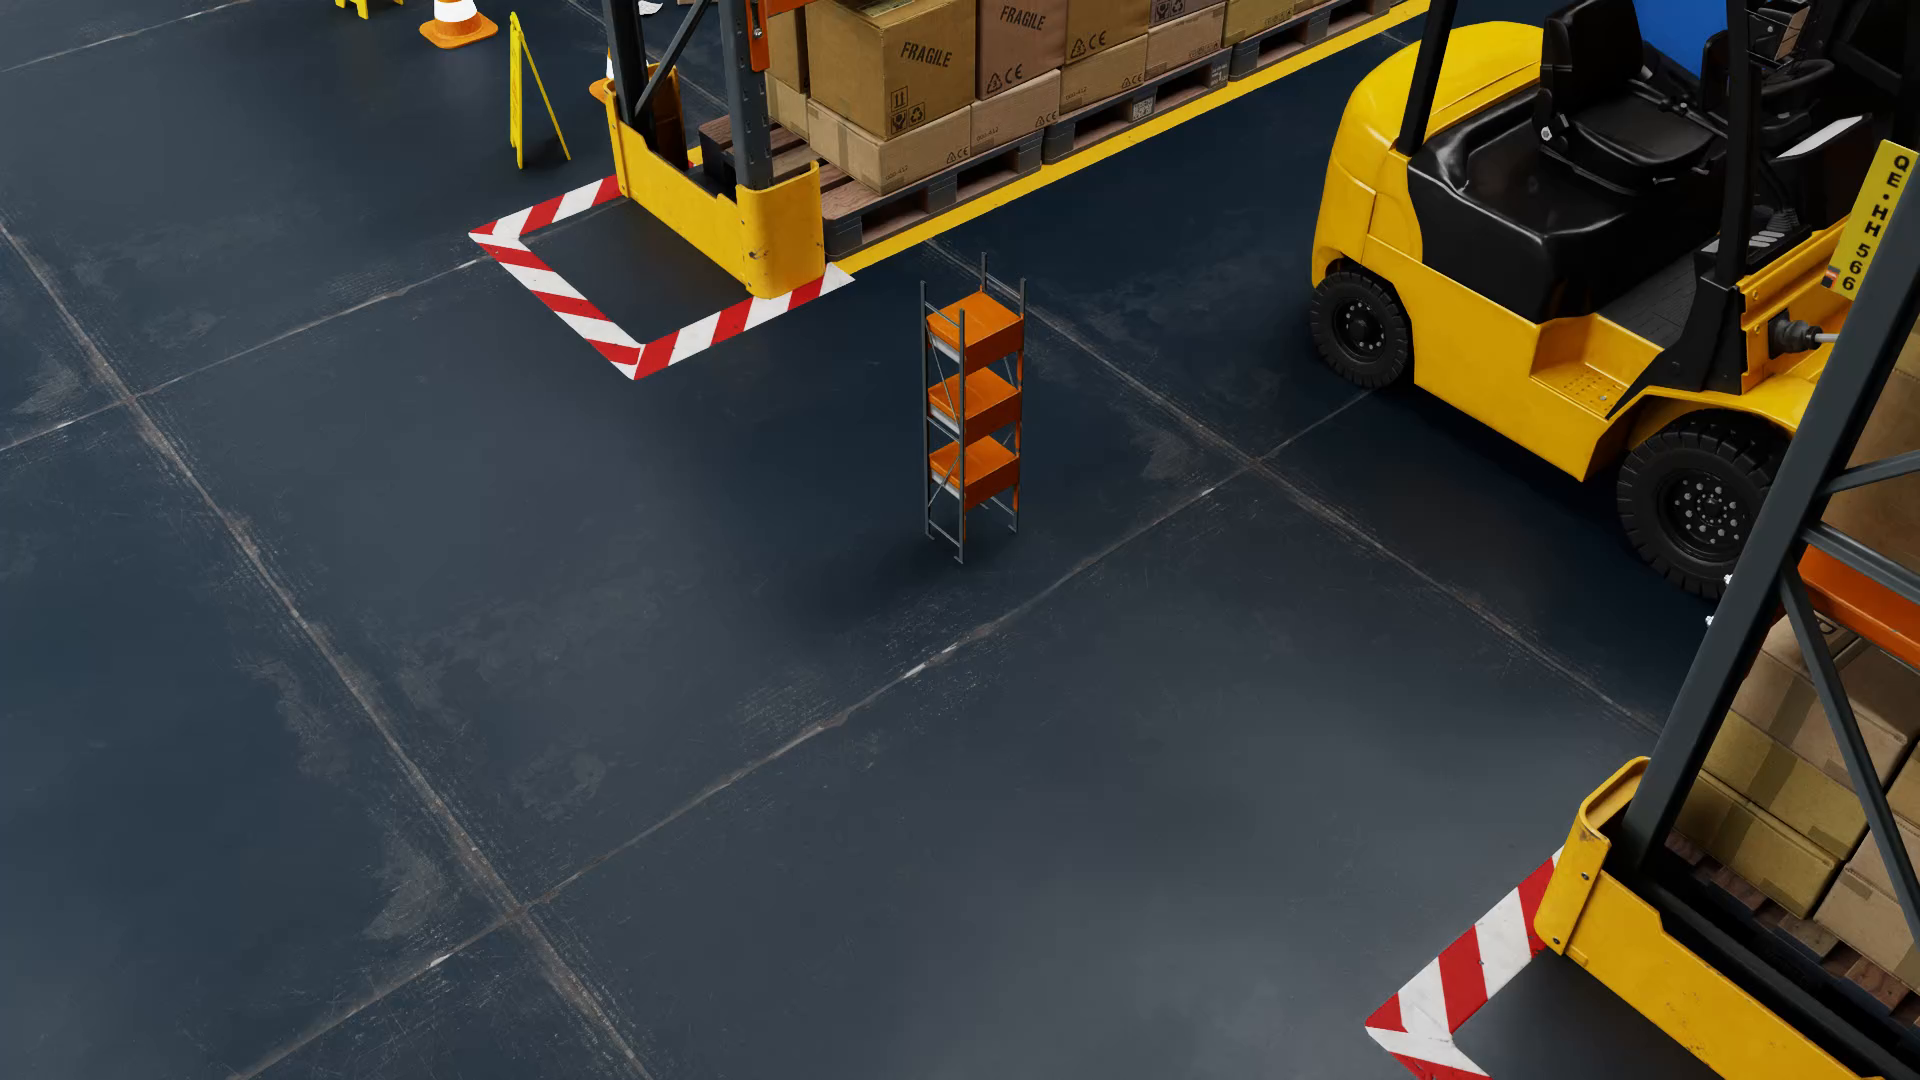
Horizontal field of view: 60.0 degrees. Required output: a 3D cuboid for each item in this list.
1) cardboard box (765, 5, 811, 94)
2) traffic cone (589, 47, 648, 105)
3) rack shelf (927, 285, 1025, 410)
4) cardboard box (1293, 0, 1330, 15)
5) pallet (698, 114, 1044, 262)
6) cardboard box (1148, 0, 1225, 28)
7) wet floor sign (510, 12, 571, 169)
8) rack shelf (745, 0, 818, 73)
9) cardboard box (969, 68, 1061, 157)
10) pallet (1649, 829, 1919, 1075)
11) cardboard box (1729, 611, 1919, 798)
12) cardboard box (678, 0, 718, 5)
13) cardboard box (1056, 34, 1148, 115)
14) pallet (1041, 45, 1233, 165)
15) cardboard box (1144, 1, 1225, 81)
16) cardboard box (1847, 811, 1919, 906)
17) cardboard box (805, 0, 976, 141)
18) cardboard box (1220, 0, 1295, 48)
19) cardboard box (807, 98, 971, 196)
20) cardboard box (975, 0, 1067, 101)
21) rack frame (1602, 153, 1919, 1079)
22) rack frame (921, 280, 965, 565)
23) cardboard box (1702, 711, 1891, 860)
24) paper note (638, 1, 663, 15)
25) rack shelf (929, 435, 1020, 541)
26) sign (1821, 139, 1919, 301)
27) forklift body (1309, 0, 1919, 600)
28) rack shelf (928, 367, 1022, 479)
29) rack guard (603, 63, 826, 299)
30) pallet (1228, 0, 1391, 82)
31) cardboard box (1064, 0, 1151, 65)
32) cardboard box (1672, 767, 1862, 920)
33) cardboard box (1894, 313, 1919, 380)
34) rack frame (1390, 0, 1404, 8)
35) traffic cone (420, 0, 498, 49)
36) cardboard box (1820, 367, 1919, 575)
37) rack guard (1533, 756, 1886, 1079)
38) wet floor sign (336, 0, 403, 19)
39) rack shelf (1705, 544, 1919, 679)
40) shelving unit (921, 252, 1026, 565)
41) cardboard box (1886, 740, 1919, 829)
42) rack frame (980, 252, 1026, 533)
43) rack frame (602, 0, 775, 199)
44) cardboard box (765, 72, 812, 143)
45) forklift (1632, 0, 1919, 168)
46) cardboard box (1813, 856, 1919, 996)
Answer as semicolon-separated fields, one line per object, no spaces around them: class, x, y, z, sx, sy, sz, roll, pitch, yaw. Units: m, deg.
cardboard box;-0.652;-2.321;7.184;0.500;0.500;0.500;-29;51;-28
traffic cone;-1.597;-2.349;7.914;0.334;0.463;0.336;-30;51;-28
rack shelf;0.041;-0.605;5.229;0.240;0.259;0.215;-30;51;-28
cardboard box;1.688;-2.915;8.364;0.500;0.250;0.500;-28;50;-26
pallet;-0.395;-1.763;7.473;1.213;0.211;1.003;-30;51;-28
cardboard box;0.908;-2.739;7.629;0.500;0.500;0.500;-27;50;-26
wet floor sign;-1.931;-2.028;7.438;0.232;0.644;0.267;-14;45;-14
rack shelf;0.435;-3.024;7.304;4.000;0.370;1.077;-30;51;-28
cardboard box;0.093;-1.988;7.377;0.500;0.250;0.500;-28;50;-27
pallet;2.648;0.856;4.685;1.213;0.211;1.003;-30;51;-28
cardboard box;2.241;0.316;4.194;0.500;0.250;0.500;-28;50;-27
cardboard box;-1.390;-3.005;8.841;0.250;0.149;0.380;-7;44;-7
cardboard box;0.504;-2.234;7.640;0.500;0.250;0.500;-26;49;-25
pallet;0.540;-2.296;8.041;1.213;0.211;1.003;-30;51;-28
cardboard box;0.893;-2.455;7.874;0.500;0.250;0.500;-29;50;-27
cardboard box;2.582;0.767;4.079;0.500;0.250;0.500;-29;50;-27
cardboard box;-0.285;-2.052;6.898;0.500;0.500;0.500;-32;52;-29
cardboard box;1.286;-2.676;8.109;0.500;0.250;0.500;-31;51;-29
cardboard box;-0.303;-1.768;7.143;0.500;0.250;0.500;-30;51;-28
cardboard box;0.113;-2.284;7.145;0.500;0.500;0.500;-32;52;-29
rack frame;2.088;0.197;3.349;0.127;3.000;1.000;-30;51;-28
rack frame;-0.053;-0.353;5.359;0.008;1.050;0.200;-30;51;-28
cardboard box;2.261;0.486;4.378;0.500;0.250;0.500;-30;51;-28
paper note;-1.651;-2.786;8.694;0.148;0.019;0.142;22;47;21
rack shelf;0.041;-0.196;5.613;0.240;0.259;0.215;-30;51;-28
sign;1.751;-0.602;3.182;0.005;0.325;0.100;-30;51;-28
forklift body;2.372;-1.284;5.547;1.214;2.155;2.313;-30;51;-28
rack shelf;0.041;-0.399;5.423;0.240;0.259;0.215;-30;51;-28
rack guard;-1.041;-1.530;7.014;0.348;0.500;1.175;-30;51;-28
pallet;1.477;-2.835;8.614;1.213;0.211;1.003;-30;51;-28
cardboard box;0.503;-2.500;7.375;0.500;0.500;0.500;-29;50;-27
cardboard box;2.246;0.674;4.543;0.500;0.250;0.500;-29;51;-28
cardboard box;2.175;-0.375;3.412;0.250;0.149;0.380;-29;50;-27
rack frame;1.969;-4.165;7.993;0.127;3.000;1.000;-30;51;-28
traffic cone;-2.570;-2.783;8.375;0.334;0.463;0.336;-30;51;-28
cardboard box;2.297;-0.193;3.692;0.500;0.500;0.500;-31;51;-29
rack guard;2.070;1.119;4.194;0.348;0.500;1.175;-30;51;-28
wet floor sign;-3.104;-3.052;8.528;0.267;0.644;0.232;30;51;28
rack shelf;3.622;-0.419;4.531;4.000;0.370;1.077;-30;51;-28
shelving unit;0.041;-0.406;5.416;0.252;1.050;0.215;-30;51;-28
cardboard box;2.578;0.570;3.923;0.500;0.250;0.500;-31;51;-28
rack frame;0.135;-0.460;5.473;0.008;1.050;0.200;-30;51;-28
rack frame;-1.099;-2.408;6.123;0.127;3.000;1.000;-30;51;-28
cardboard box;-0.633;-2.065;7.460;0.500;0.250;0.500;-30;51;-28
forklift;4.107;-2.529;6.302;1.130;2.935;3.031;-14;45;-15
cardboard box;2.591;0.933;4.267;0.500;0.250;0.500;-30;51;-28
